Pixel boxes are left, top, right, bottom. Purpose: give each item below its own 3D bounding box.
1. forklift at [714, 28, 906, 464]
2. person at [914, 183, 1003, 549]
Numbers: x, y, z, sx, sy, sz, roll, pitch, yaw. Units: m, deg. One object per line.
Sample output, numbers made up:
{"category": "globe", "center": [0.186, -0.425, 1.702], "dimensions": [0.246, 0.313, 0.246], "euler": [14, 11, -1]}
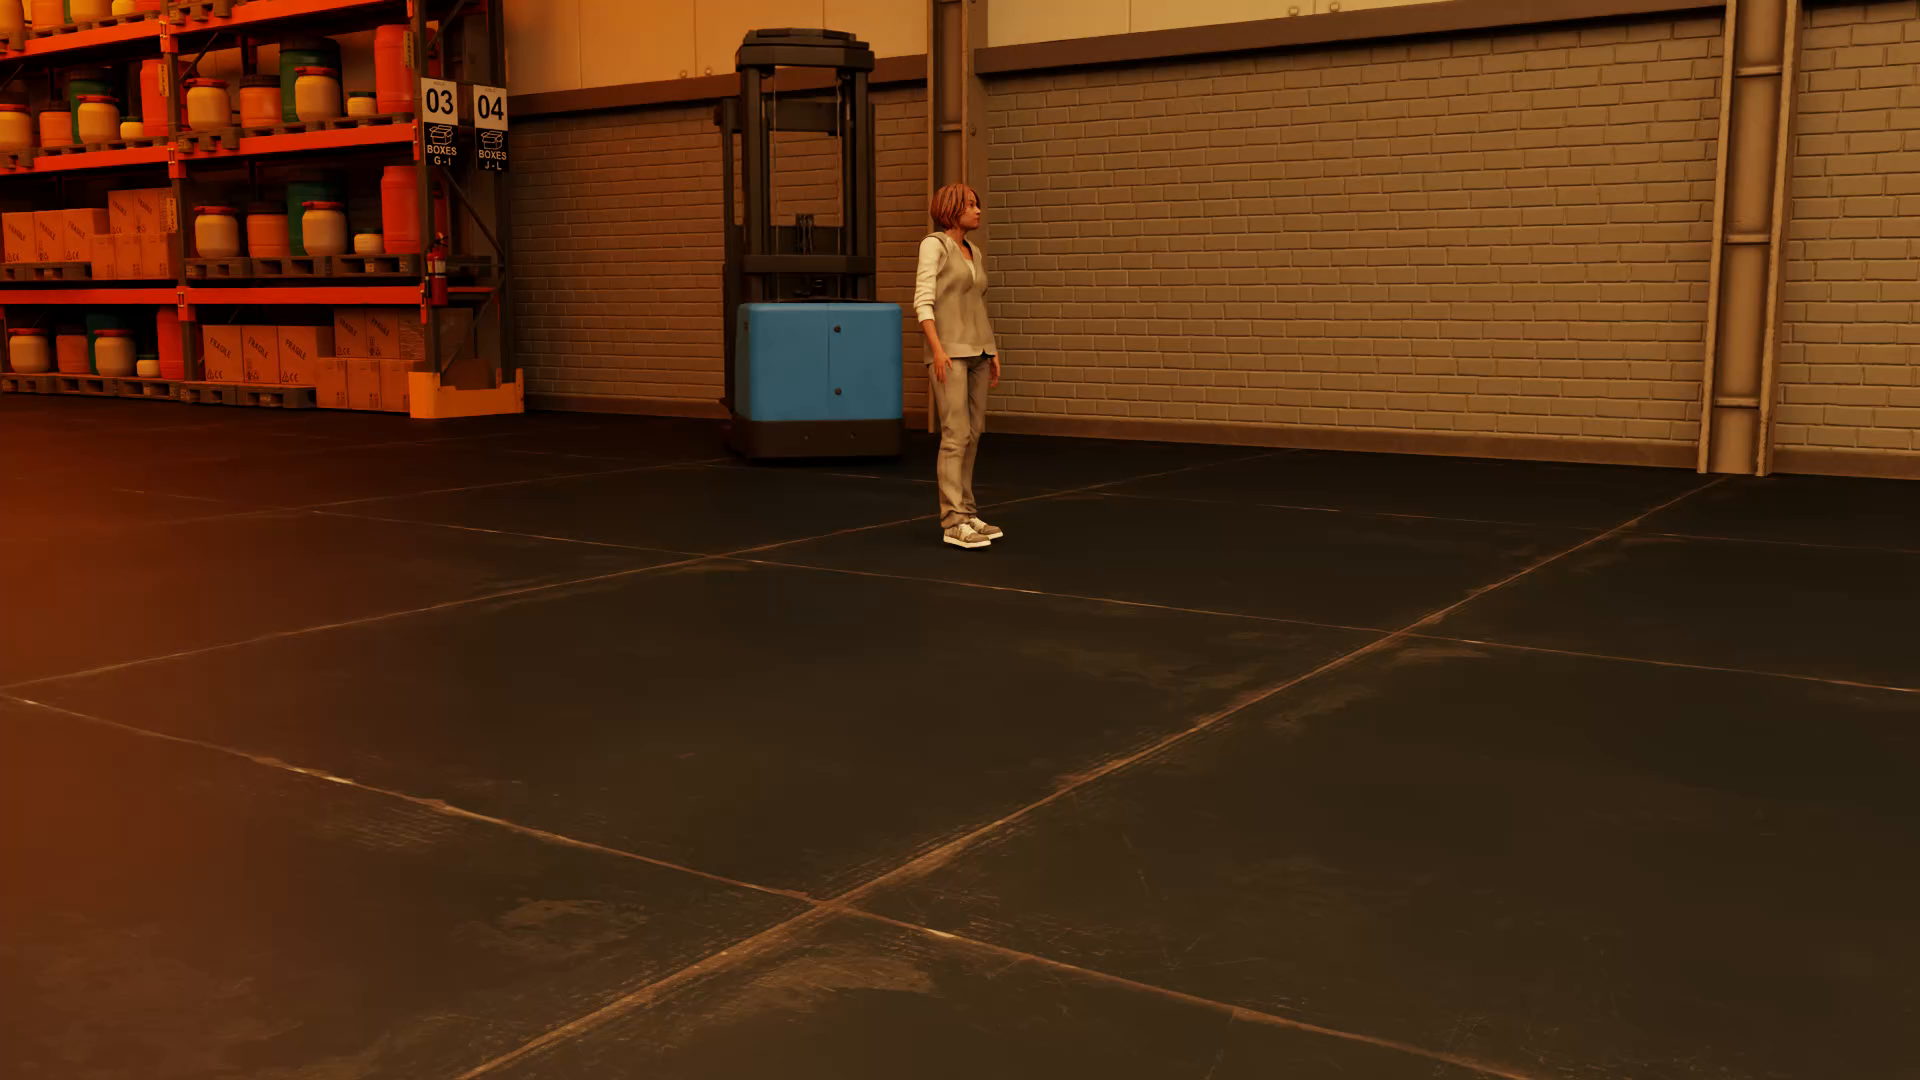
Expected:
{"category": "forklift", "center": [-1.204, -2.136, 12.211], "dimensions": [1.130, 2.935, 3.031], "euler": [-2, 8, -13]}
{"category": "person", "center": [0.053, -0.791, 7.438], "dimensions": [0.475, 1.597, 0.520], "euler": [5, 10, 34]}
